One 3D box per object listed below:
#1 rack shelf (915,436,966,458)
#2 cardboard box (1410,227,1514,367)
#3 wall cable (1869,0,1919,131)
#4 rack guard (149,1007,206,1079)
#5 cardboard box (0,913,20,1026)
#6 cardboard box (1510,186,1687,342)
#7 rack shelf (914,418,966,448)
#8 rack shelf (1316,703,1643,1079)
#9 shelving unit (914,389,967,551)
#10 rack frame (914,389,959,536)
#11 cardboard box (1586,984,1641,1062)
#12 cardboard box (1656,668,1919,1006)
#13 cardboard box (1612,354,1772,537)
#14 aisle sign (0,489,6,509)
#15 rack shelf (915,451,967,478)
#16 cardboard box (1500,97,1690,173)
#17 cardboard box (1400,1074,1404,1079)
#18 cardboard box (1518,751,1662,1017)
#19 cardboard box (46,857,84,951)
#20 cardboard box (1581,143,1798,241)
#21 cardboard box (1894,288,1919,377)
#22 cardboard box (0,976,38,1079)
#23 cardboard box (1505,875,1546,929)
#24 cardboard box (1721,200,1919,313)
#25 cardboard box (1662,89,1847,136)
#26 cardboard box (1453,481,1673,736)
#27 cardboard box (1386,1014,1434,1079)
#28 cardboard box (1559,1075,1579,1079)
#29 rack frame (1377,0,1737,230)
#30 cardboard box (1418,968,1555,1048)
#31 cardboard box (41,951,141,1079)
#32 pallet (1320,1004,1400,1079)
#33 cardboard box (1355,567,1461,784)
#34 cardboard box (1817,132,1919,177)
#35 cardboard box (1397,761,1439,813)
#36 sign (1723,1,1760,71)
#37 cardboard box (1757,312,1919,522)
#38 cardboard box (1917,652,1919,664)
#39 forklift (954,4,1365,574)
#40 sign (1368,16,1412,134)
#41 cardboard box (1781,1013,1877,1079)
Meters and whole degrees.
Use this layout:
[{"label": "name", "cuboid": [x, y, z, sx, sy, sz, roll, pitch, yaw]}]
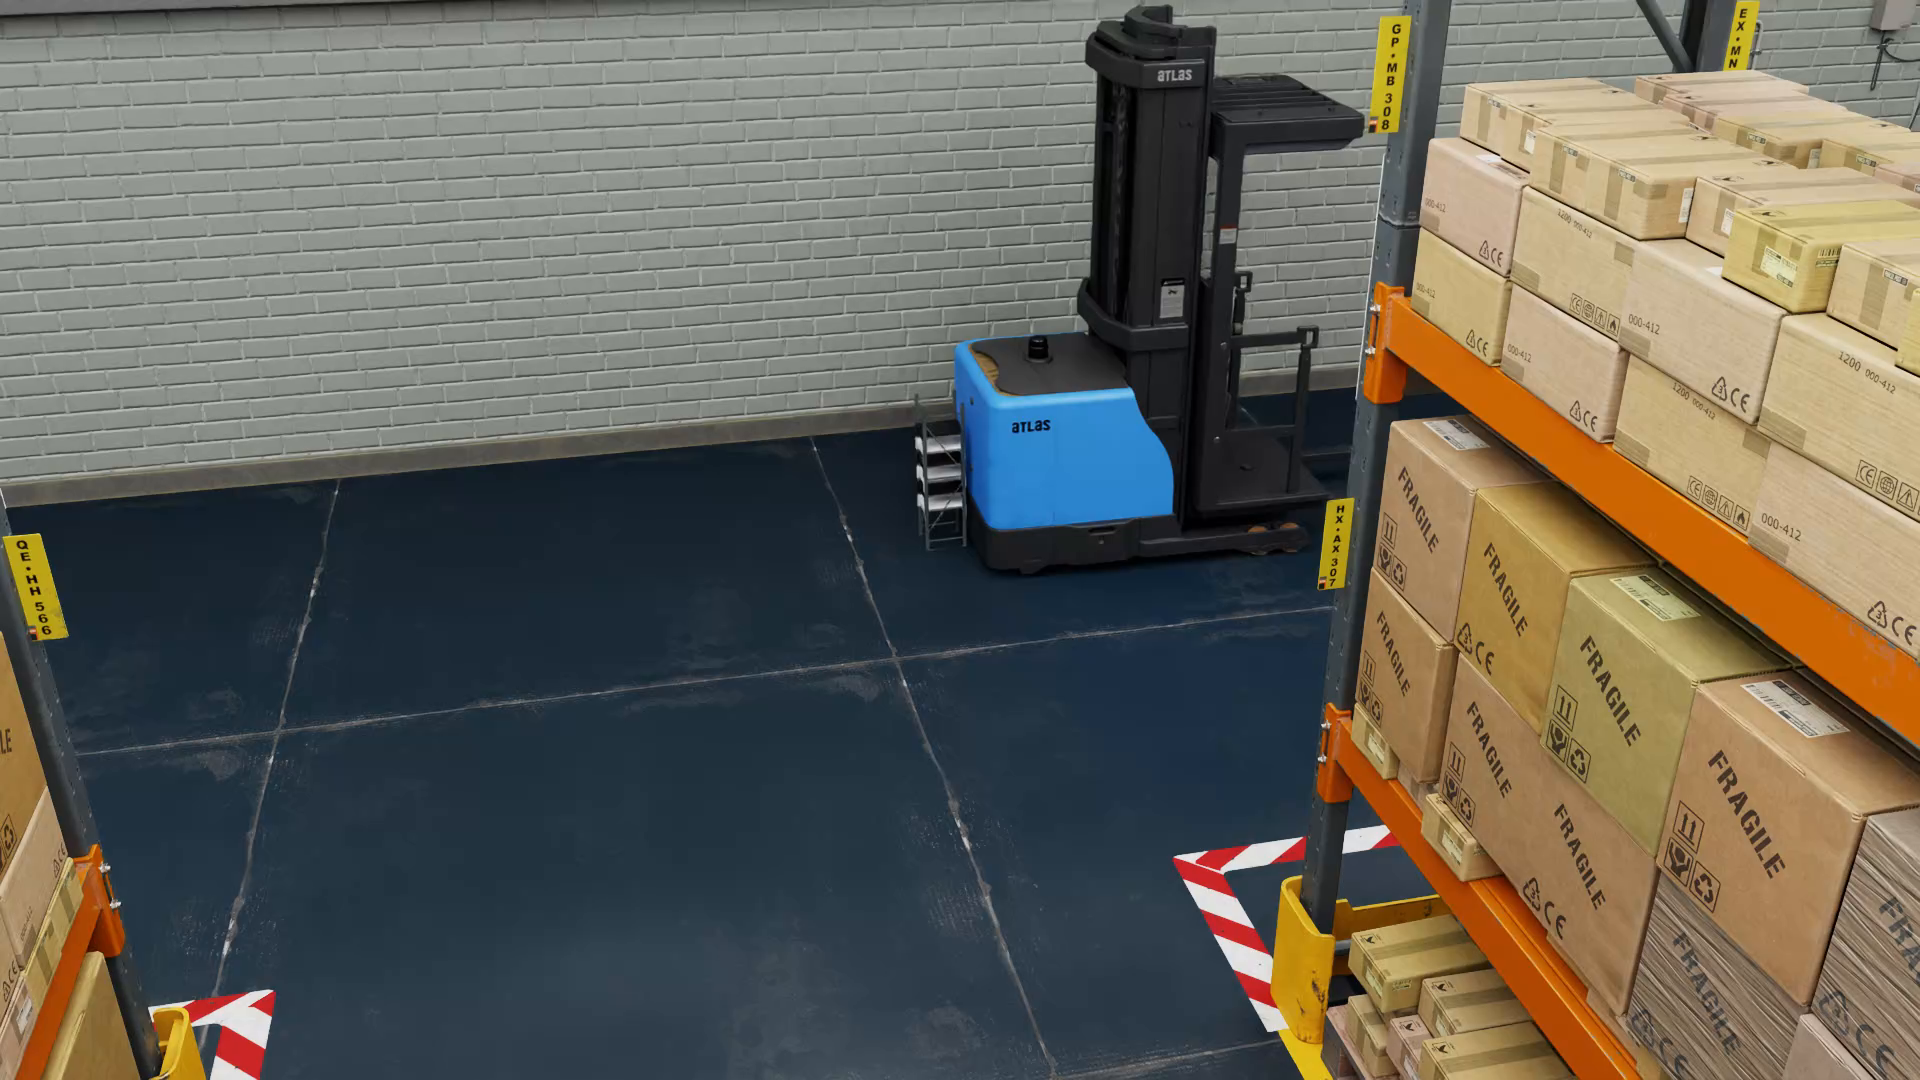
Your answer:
[{"label": "rack shelf", "cuboid": [-0.112, -0.526, 9.462, 0.258, 0.077, 0.200, -7, 28, -11]}, {"label": "cardboard box", "cuboid": [1.612, -0.703, 4.652, 0.500, 0.250, 0.500, -5, 27, -10]}, {"label": "wall cable", "cuboid": [6.645, -3.277, 11.786, 0.588, 1.984, 0.122, -6, 27, -12]}, {"label": "rack guard", "cuboid": [-3.101, 1.911, 5.410, 1.175, 0.500, 0.348, -6, 27, -12]}, {"label": "cardboard box", "cuboid": [-2.614, 1.148, 3.983, 0.500, 0.250, 0.500, -6, 27, -12]}, {"label": "cardboard box", "cuboid": [1.724, -0.701, 4.093, 0.500, 0.250, 0.500, -6, 27, -12]}, {"label": "rack shelf", "cuboid": [-0.113, -0.606, 9.421, 0.258, 0.077, 0.200, -7, 28, -11]}, {"label": "rack shelf", "cuboid": [2.210, 1.545, 4.158, 1.077, 0.370, 4.000, -6, 27, -12]}, {"label": "shelving unit", "cuboid": [-0.109, -0.395, 9.528, 0.258, 0.900, 0.210, -7, 28, -11]}, {"label": "rack frame", "cuboid": [-0.132, -0.440, 9.617, 0.240, 0.900, 0.006, -7, 28, -11]}, {"label": "cardboard box", "cuboid": [1.876, 1.197, 4.328, 0.380, 0.149, 0.250, -6, 27, -13]}, {"label": "cardboard box", "cuboid": [1.936, 0.621, 3.640, 0.500, 0.500, 0.500, -7, 28, -13]}, {"label": "cardboard box", "cuboid": [1.855, -0.247, 3.747, 0.500, 0.250, 0.500, -7, 28, -13]}, {"label": "aisle sign", "cuboid": [-2.820, -0.417, 4.363, 0.394, 0.787, 0.004, -6, 27, -12]}, {"label": "rack shelf", "cuboid": [-0.110, -0.445, 9.503, 0.258, 0.077, 0.200, -7, 28, -11]}, {"label": "cardboard box", "cuboid": [1.651, -1.048, 4.338, 0.380, 0.149, 0.250, -5, 27, -10]}, {"label": "cardboard box", "cuboid": [1.704, 1.800, 5.552, 0.380, 0.149, 0.250, -6, 27, -12]}, {"label": "cardboard box", "cuboid": [1.835, 0.842, 4.311, 0.500, 0.500, 0.500, -6, 27, -11]}, {"label": "cardboard box", "cuboid": [-2.695, 1.040, 4.639, 0.380, 0.149, 0.250, -5, 27, -11]}, {"label": "cardboard box", "cuboid": [1.695, -0.815, 3.876, 0.380, 0.149, 0.250, -6, 27, -11]}, {"label": "cardboard box", "cuboid": [1.930, -0.355, 2.965, 0.380, 0.149, 0.250, -6, 27, -12]}, {"label": "cardboard box", "cuboid": [-2.579, 1.265, 4.193, 0.380, 0.149, 0.250, -6, 27, -11]}, {"label": "cardboard box", "cuboid": [1.811, 0.965, 4.789, 0.380, 0.149, 0.250, -5, 27, -9]}, {"label": "cardboard box", "cuboid": [1.822, -0.587, 3.425, 0.380, 0.149, 0.250, -5, 27, -10]}, {"label": "cardboard box", "cuboid": [2.102, -1.095, 4.431, 0.380, 0.149, 0.250, -6, 27, -11]}, {"label": "cardboard box", "cuboid": [1.722, 0.167, 4.539, 0.500, 0.500, 0.500, -5, 27, -10]}, {"label": "cardboard box", "cuboid": [1.634, 1.680, 5.460, 0.380, 0.149, 0.250, -6, 27, -12]}, {"label": "cardboard box", "cuboid": [1.794, 1.763, 4.966, 0.380, 0.149, 0.250, -7, 28, -14]}, {"label": "rack frame", "cuboid": [1.759, -2.332, 4.384, 1.000, 3.000, 0.127, -6, 27, -12]}, {"label": "cardboard box", "cuboid": [1.726, 1.539, 5.410, 0.380, 0.149, 0.250, -5, 27, -11]}, {"label": "cardboard box", "cuboid": [-2.874, 1.839, 4.669, 0.875, 0.875, 0.875, -6, 27, -12]}, {"label": "pallet", "cuboid": [1.925, 1.984, 5.584, 1.003, 0.211, 1.213, -6, 27, -12]}, {"label": "cardboard box", "cuboid": [1.591, 0.394, 5.200, 0.500, 0.500, 0.500, -5, 27, -9]}, {"label": "cardboard box", "cuboid": [2.304, -0.875, 3.996, 0.380, 0.149, 0.250, -6, 27, -11]}, {"label": "cardboard box", "cuboid": [1.611, 0.741, 5.232, 0.380, 0.149, 0.250, -5, 27, -10]}, {"label": "sign", "cuboid": [2.305, -1.436, 4.955, 0.100, 0.325, 0.005, -6, 27, -12]}, {"label": "cardboard box", "cuboid": [1.942, -0.256, 3.212, 0.500, 0.250, 0.500, -7, 28, -14]}, {"label": "cardboard box", "cuboid": [2.071, 0.198, 2.865, 0.500, 0.250, 0.500, -6, 27, -12]}, {"label": "forklift", "cuboid": [1.527, -1.446, 9.361, 3.031, 2.935, 1.130, -6, 27, -11]}, {"label": "sign", "cuboid": [1.231, -1.328, 4.754, 0.100, 0.325, 0.005, -6, 27, -12]}, {"label": "cardboard box", "cuboid": [2.050, 1.294, 3.416, 0.500, 0.500, 0.500, -6, 27, -12]}]
